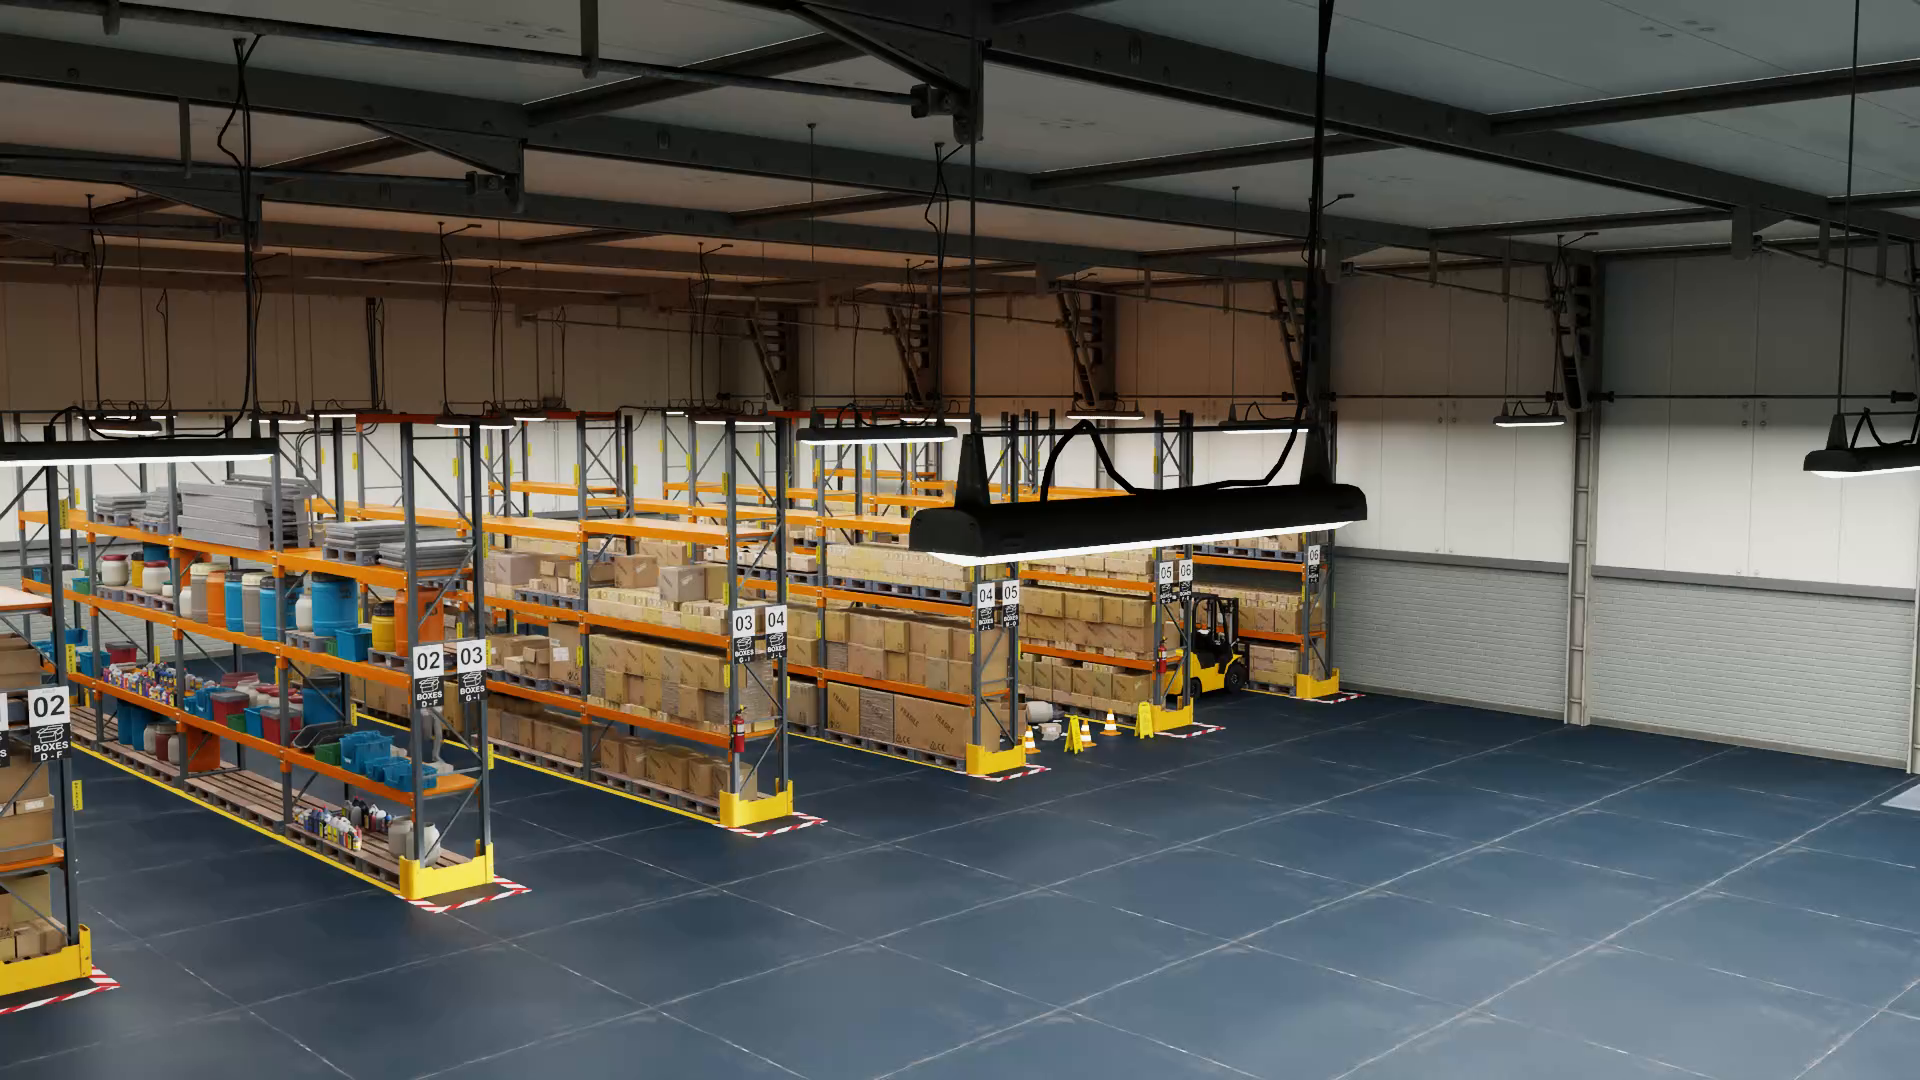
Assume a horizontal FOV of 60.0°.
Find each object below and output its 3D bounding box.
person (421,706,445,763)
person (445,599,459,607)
[{"bbox_3d":[-9.199,3.004,28.803,0.774,1.689,0.584,4,6,39],"label":"person"},{"bbox_3d":[-11.898,2.099,38.899,0.717,1.813,0.763,1,5,14],"label":"person"}]
